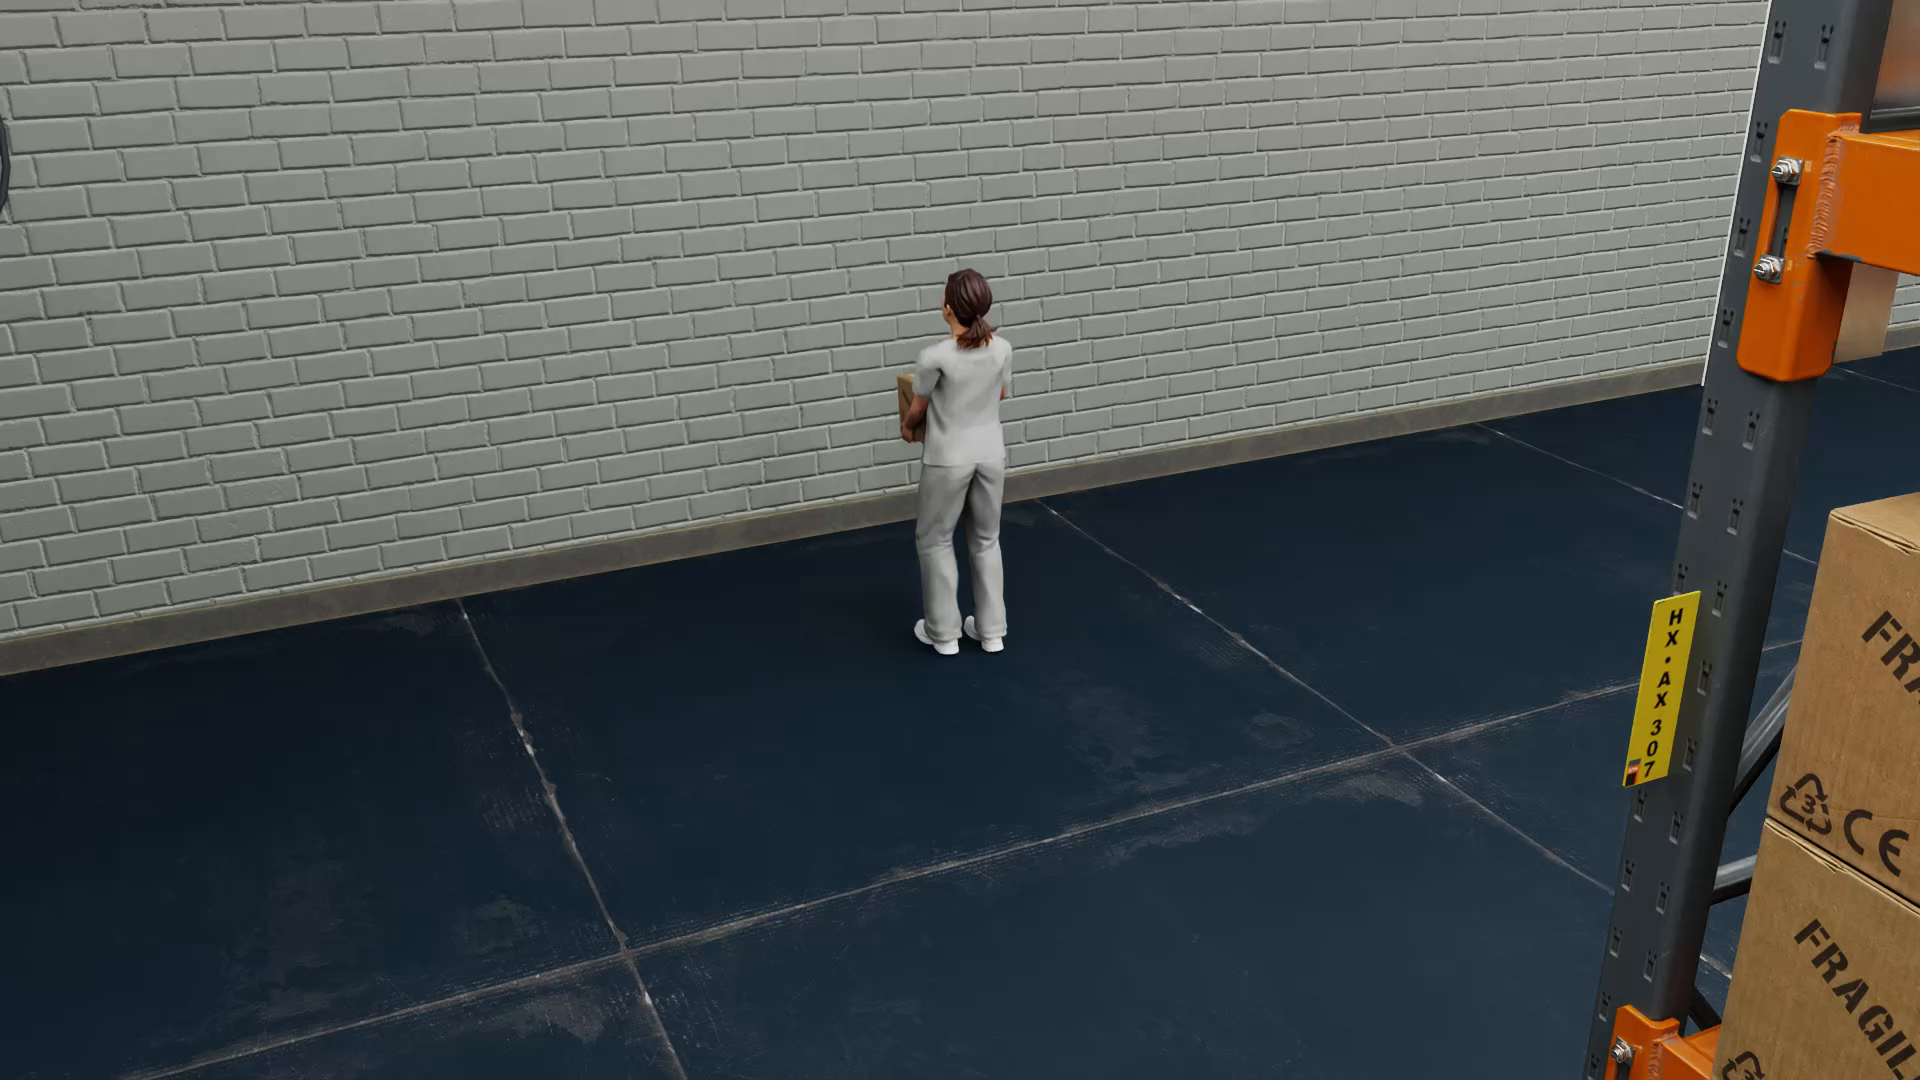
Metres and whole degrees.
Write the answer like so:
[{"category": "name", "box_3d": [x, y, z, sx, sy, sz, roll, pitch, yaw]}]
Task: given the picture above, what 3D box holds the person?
[{"category": "person", "box_3d": [-0.016, -0.327, 6.910, 0.436, 1.664, 0.558, -10, 24, -23]}]
